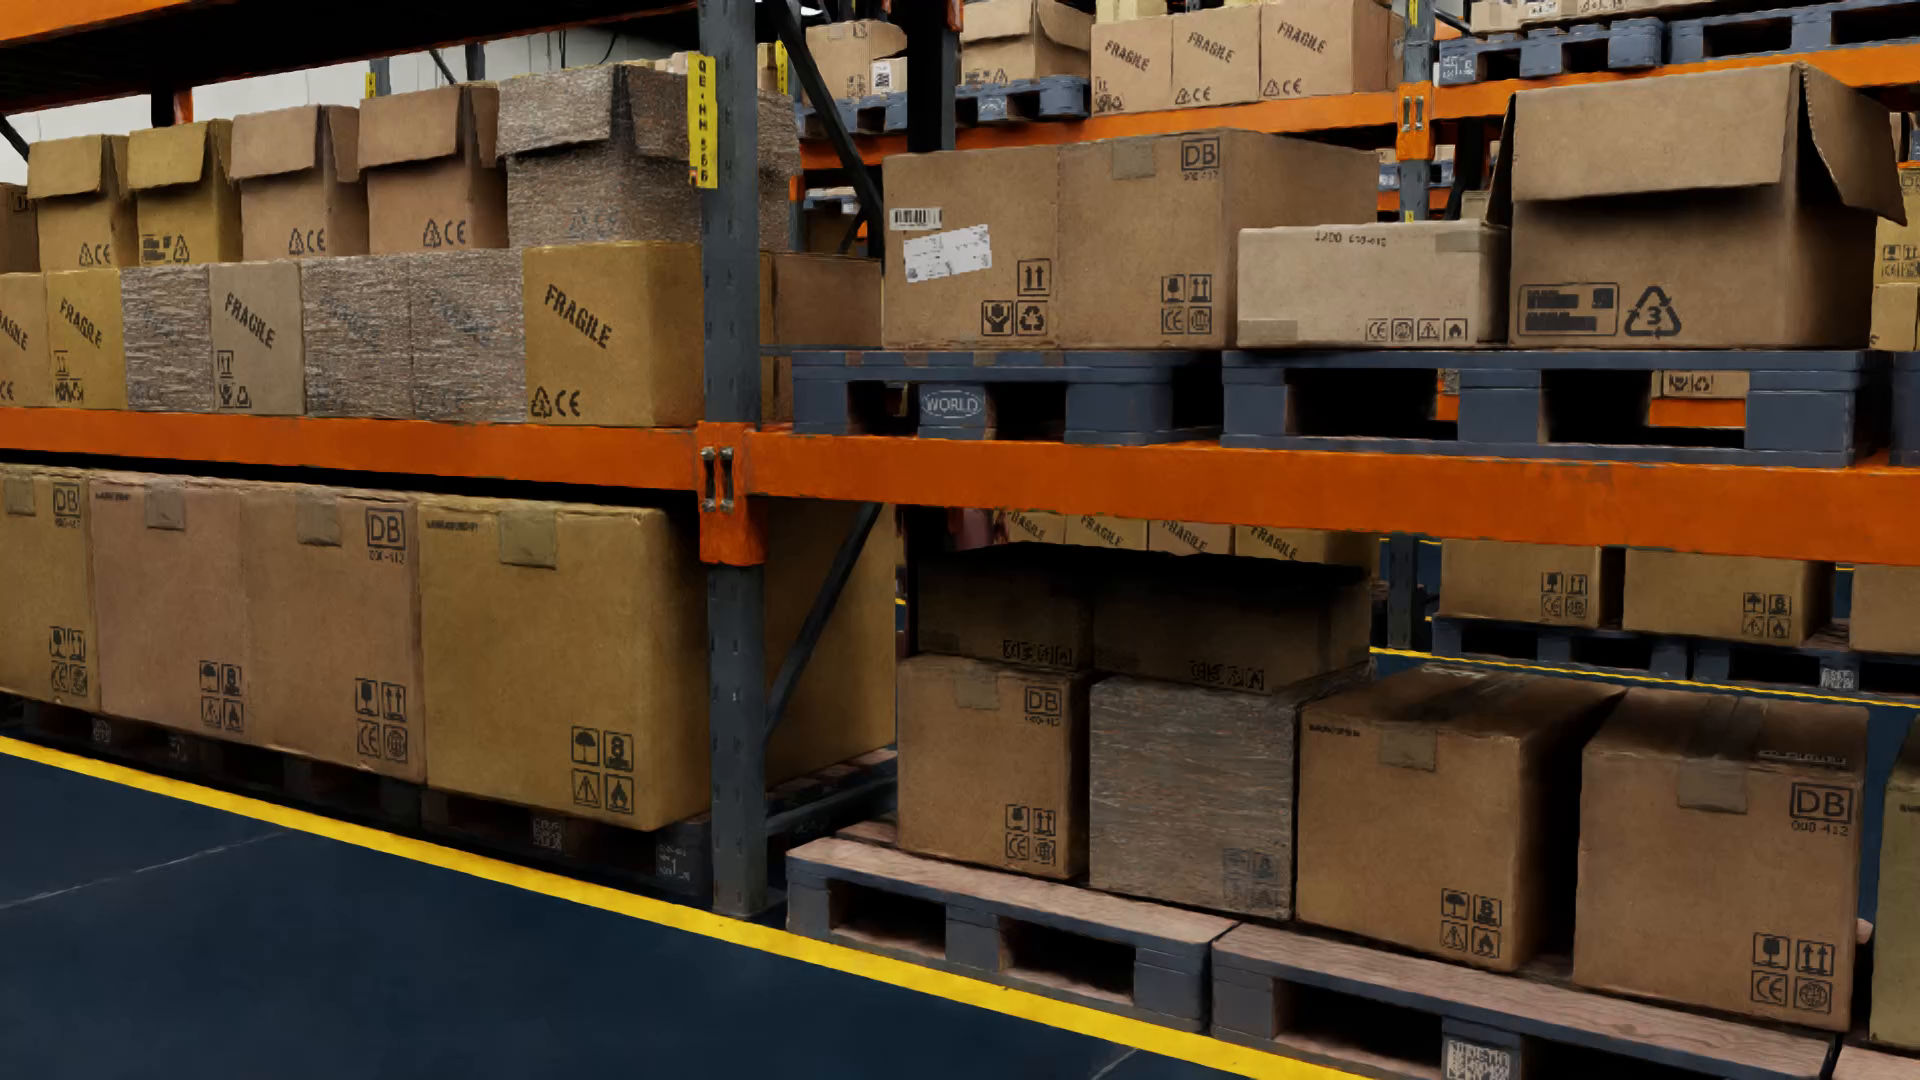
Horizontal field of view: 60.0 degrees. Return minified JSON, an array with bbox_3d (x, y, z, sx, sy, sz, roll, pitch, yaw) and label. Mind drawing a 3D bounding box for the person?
[{"bbox_3d":[-0.036,-0.088,6.580,0.518,1.676,0.370,1,7,13],"label":"person"}]
